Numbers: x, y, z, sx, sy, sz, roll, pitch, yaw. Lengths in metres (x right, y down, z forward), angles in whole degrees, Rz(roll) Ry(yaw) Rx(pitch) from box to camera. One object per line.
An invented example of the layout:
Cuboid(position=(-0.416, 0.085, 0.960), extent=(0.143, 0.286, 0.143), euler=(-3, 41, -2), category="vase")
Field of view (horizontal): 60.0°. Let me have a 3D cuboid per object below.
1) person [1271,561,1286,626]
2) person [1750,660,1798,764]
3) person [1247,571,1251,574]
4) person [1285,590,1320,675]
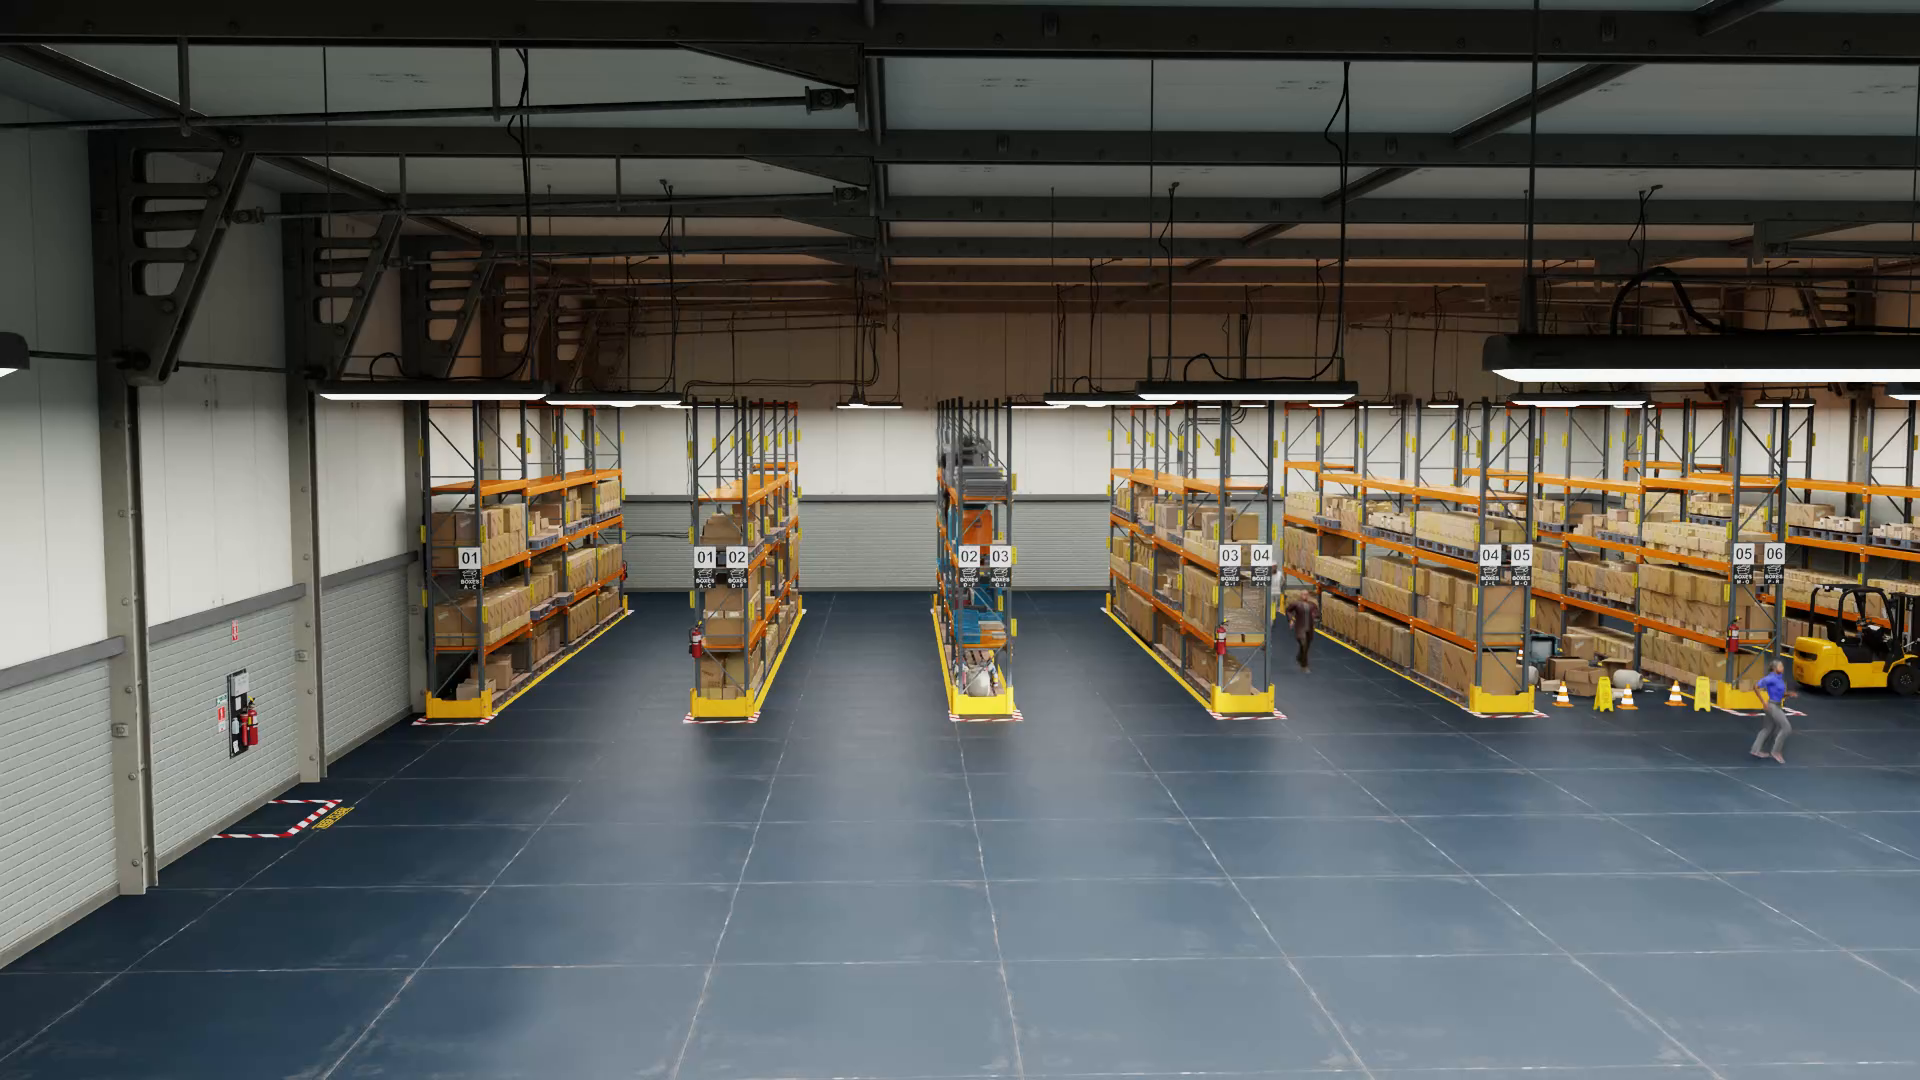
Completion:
Cuboid(position=(8.279, 1.463, 43.880), extent=(0.646, 1.822, 0.733), euler=(0, 4, -2), category="person")
Cuboid(position=(13.313, 2.809, 27.193), extent=(0.690, 1.686, 0.555), euler=(3, 6, 37), category="person")
Cuboid(position=(8.615, 1.186, 48.670), extent=(0.837, 1.642, 0.742), euler=(-3, 5, -35), category="person")
Cuboid(position=(7.554, 1.990, 36.551), extent=(0.670, 1.807, 0.991), euler=(-1, 5, -14), category="person")
